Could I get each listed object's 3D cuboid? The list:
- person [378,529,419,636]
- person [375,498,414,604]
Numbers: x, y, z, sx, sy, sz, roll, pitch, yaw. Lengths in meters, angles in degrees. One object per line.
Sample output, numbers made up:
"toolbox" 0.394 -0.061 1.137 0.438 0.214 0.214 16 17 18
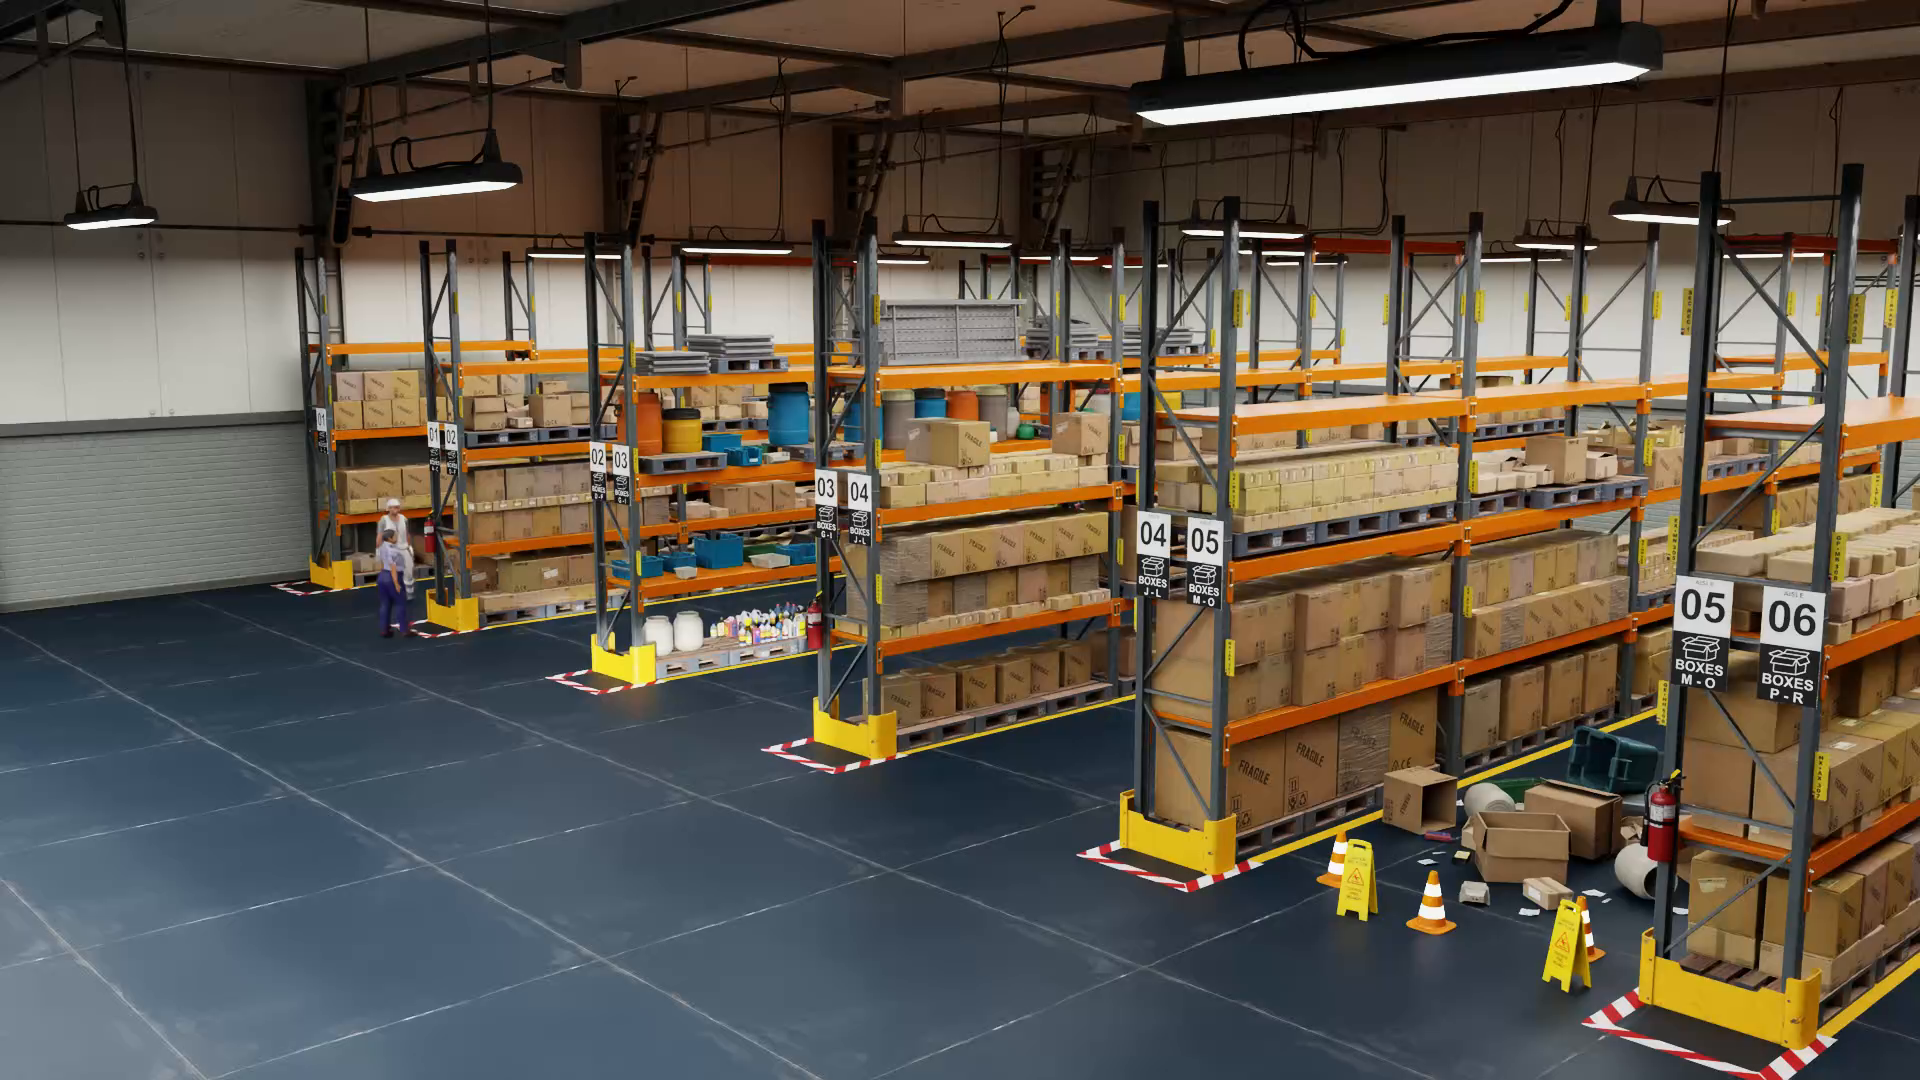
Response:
"person" -8.598 0.652 25.356 0.498 1.645 0.505 -8 12 -44
"person" -9.556 0.181 28.073 0.627 1.787 0.493 -4 9 -25
